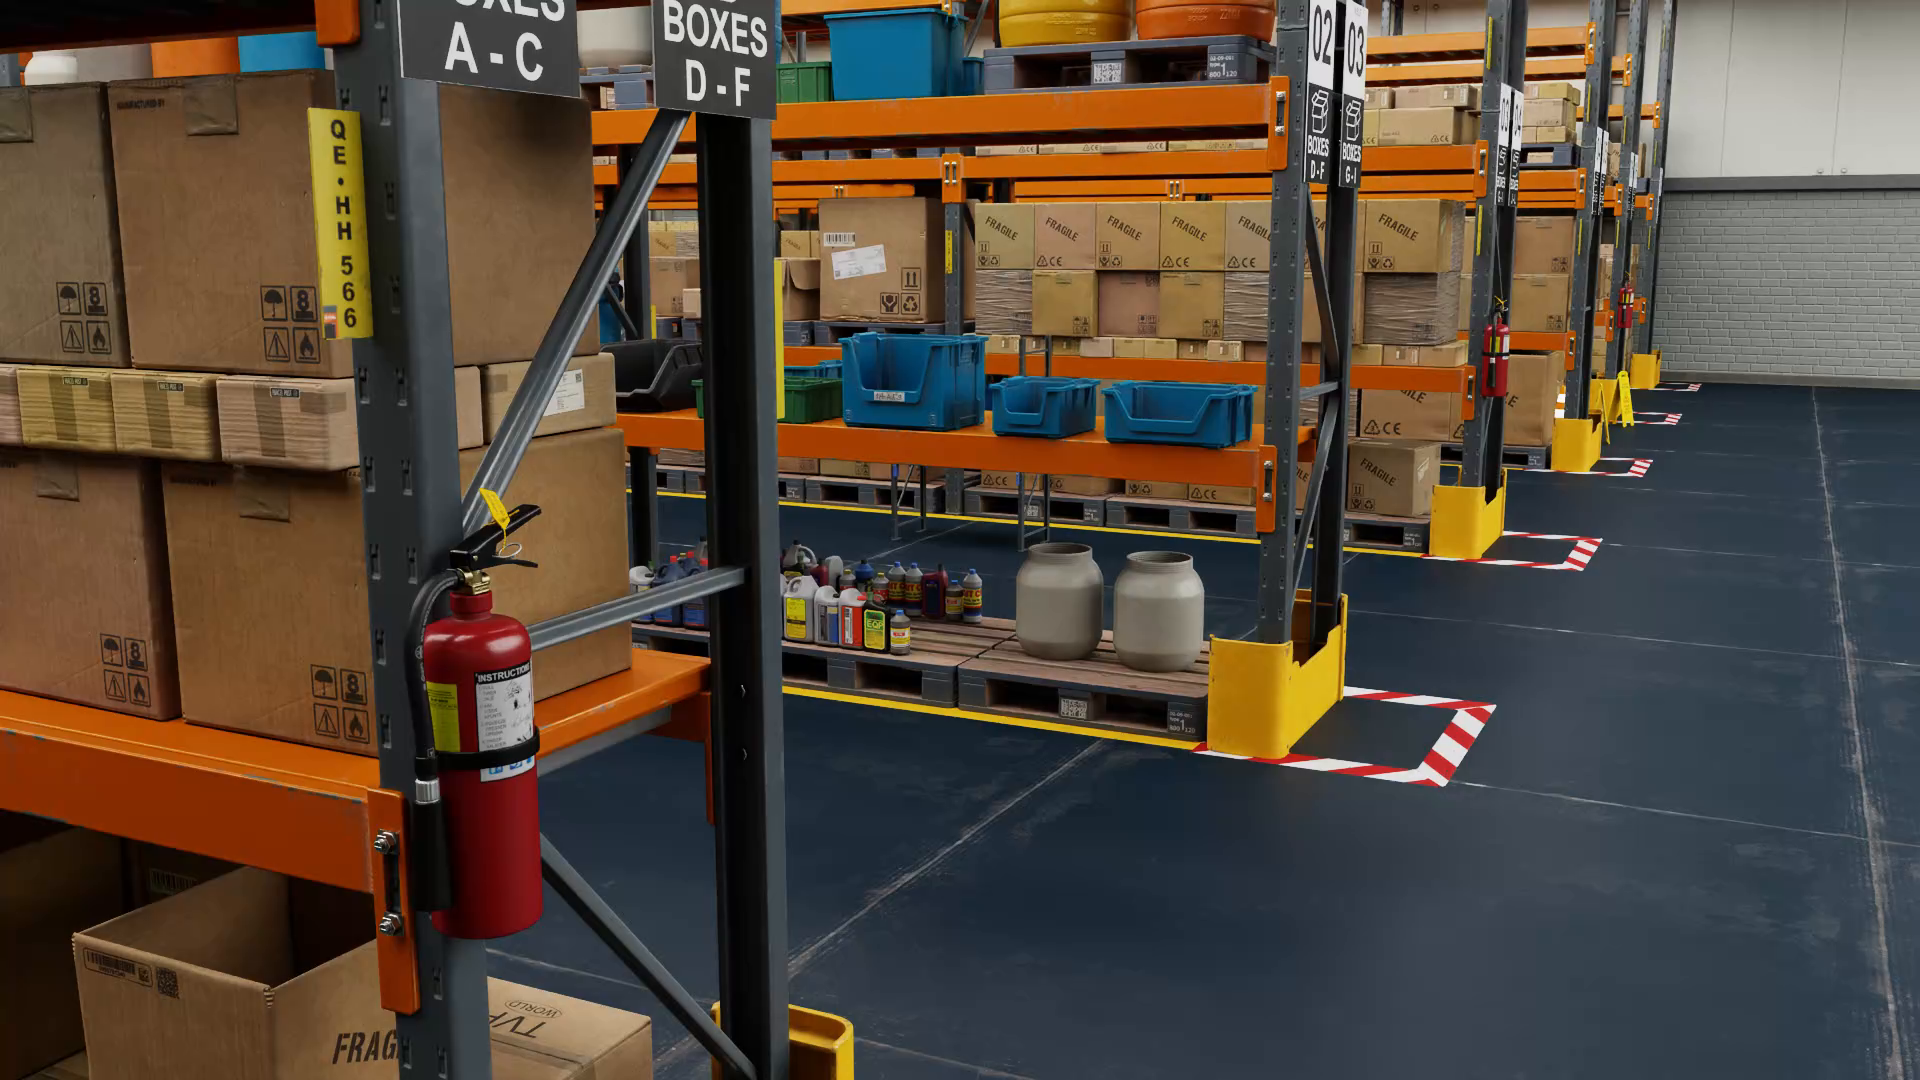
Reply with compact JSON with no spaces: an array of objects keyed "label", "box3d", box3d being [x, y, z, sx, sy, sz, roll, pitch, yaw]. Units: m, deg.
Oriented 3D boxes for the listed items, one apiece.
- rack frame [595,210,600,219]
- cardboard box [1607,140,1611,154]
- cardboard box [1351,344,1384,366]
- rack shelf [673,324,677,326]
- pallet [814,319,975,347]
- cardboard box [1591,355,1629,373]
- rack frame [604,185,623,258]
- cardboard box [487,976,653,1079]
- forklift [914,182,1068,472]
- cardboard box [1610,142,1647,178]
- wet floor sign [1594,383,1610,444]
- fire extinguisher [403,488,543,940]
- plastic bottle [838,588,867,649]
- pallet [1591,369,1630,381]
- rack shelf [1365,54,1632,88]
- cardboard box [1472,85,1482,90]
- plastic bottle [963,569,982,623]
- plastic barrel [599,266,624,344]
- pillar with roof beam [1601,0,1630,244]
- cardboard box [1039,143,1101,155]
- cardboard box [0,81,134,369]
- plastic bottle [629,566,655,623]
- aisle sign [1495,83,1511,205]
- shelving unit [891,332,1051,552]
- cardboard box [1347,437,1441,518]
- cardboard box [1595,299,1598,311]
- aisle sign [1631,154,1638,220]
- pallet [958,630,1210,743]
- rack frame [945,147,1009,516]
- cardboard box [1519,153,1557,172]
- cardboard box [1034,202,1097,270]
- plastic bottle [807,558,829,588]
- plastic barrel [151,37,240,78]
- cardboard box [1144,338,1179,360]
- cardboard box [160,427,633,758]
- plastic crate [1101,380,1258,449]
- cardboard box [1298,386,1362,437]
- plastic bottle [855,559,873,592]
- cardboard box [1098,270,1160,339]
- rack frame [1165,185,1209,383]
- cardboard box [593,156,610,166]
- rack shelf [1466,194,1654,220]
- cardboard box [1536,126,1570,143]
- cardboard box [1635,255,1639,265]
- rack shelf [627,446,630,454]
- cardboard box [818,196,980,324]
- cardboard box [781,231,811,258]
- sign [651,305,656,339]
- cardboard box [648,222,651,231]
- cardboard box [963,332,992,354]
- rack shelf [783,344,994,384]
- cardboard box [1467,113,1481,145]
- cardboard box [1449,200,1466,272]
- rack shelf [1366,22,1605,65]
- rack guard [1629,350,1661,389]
[{"label":"rack frame","box3d":[-6.220,-4.281,27.462,0.127,3.000,1.000,5,11,26]},{"label":"cardboard box","box3d":[7.695,-4.745,20.067,0.250,0.149,0.380,5,11,26]},{"label":"cardboard box","box3d":[2.926,-1.335,11.888,0.250,0.149,0.380,5,11,26]},{"label":"rack shelf","box3d":[-2.939,-2.656,20.502,4.000,0.370,1.077,5,11,26]},{"label":"pallet","box3d":[-0.464,-1.742,13.971,1.213,0.211,1.003,5,11,26]},{"label":"cardboard box","box3d":[9.761,-2.654,25.011,0.500,0.250,0.500,5,11,26]},{"label":"rack frame","box3d":[-3.430,-2.068,15.234,0.127,3.000,1.000,5,11,26]},{"label":"cardboard box","box3d":[-1.025,1.213,3.648,0.500,0.250,0.500,5,11,26]},{"label":"forklift","box3d":[-0.548,-2.080,15.494,3.031,2.935,1.130,5,11,25]},{"label":"cardboard box","box3d":[9.817,-5.590,24.533,0.500,0.500,0.500,5,12,28]},{"label":"wet floor sign","box3d":[6.931,-1.377,18.028,0.232,0.644,0.267,3,11,16]},{"label":"fire extinguisher","box3d":[-0.742,0.266,2.556,0.183,0.674,0.296,5,11,26]},{"label":"plastic bottle","box3d":[-0.503,0.378,8.130,0.135,0.276,0.152,5,11,26]},{"label":"pallet","box3d":[9.617,-2.495,25.422,1.213,0.211,1.003,5,11,26]},{"label":"rack shelf","box3d":[6.335,-5.774,20.897,4.000,0.370,1.077,5,11,26]},{"label":"cardboard box","box3d":[4.891,-4.255,15.902,0.250,0.149,0.380,5,12,27]},{"label":"plastic bottle","box3d":[0.064,0.287,8.648,0.097,0.271,0.097,0,10,0]},{"label":"plastic barrel","box3d":[-2.247,-1.287,9.513,0.708,0.901,0.600,5,11,26]},{"label":"pillar with roof beam","box3d":[8.191,-6.277,21.643,0.400,9.000,9.100,5,11,26]},{"label":"cardboard box","box3d":[0.924,-3.038,12.591,0.500,0.250,0.500,5,11,25]},{"label":"cardboard box","box3d":[-1.577,-0.627,3.348,0.500,0.500,0.700,5,11,24]},{"label":"plastic bottle","box3d":[-1.641,0.278,8.683,0.135,0.276,0.152,5,12,28]},{"label":"aisle sign","box3d":[3.667,-2.664,11.228,0.004,0.787,0.394,5,11,26]},{"label":"shelving unit","box3d":[0.077,-0.731,12.060,1.048,1.500,0.538,5,11,26]},{"label":"cardboard box","box3d":[3.191,-0.466,12.223,0.500,0.500,0.500,8,13,36]},{"label":"cardboard box","box3d":[7.699,-2.892,20.492,0.250,0.149,0.380,5,12,28]},{"label":"aisle sign","box3d":[8.321,-4.344,20.511,0.004,0.787,0.394,5,11,26]},{"label":"pallet","box3d":[0.737,0.662,7.979,1.213,0.211,1.003,5,11,26]},{"label":"rack frame","box3d":[0.157,-1.753,13.493,0.127,3.000,1.000,5,11,26]},{"label":"cardboard box","box3d":[7.106,-4.608,20.433,0.500,0.250,0.500,5,11,25]},{"label":"cardboard box","box3d":[0.897,-2.325,12.731,0.500,0.500,0.500,5,11,26]},{"label":"plastic bottle","box3d":[-0.771,0.234,8.906,0.133,0.283,0.061,5,11,26]},{"label":"plastic barrel","box3d":[-4.395,-2.813,9.724,0.708,0.830,0.600,5,11,26]},{"label":"cardboard box","box3d":[1.568,-1.448,12.515,0.250,0.149,0.380,5,11,26]},{"label":"cardboard box","box3d":[-1.056,0.056,3.216,0.500,0.500,0.700,5,11,26]},{"label":"plastic crate","box3d":[0.971,-0.565,7.347,0.616,0.251,0.499,5,11,26]},{"label":"cardboard box","box3d":[3.785,-1.567,17.253,0.875,0.875,0.875,5,11,26]},{"label":"plastic bottle","box3d":[-0.515,0.236,8.929,0.097,0.271,0.097,0,10,0]},{"label":"cardboard box","box3d":[1.459,-1.835,12.829,0.500,0.500,0.875,5,11,26]},{"label":"rack frame","box3d":[2.442,-2.537,17.825,0.127,3.000,1.000,5,11,26]},{"label":"cardboard box","box3d":[-3.122,-3.393,14.551,0.500,0.250,0.500,5,12,27]},{"label":"rack shelf","box3d":[8.528,-5.093,25.546,4.000,0.370,1.077,5,11,26]},{"label":"cardboard box","box3d":[5.581,-3.802,15.638,0.250,0.149,0.380,5,11,26]},{"label":"cardboard box","box3d":[10.132,-4.250,25.188,0.250,0.149,0.380,5,11,24]},{"label":"rack shelf","box3d":[-3.828,-0.765,10.057,4.000,0.370,1.077,5,11,26]},{"label":"cardboard box","box3d":[-0.494,-2.340,13.871,1.000,1.000,1.000,5,11,26]},{"label":"cardboard box","box3d":[-2.365,-4.427,25.178,0.500,0.500,0.500,5,11,26]},{"label":"sign","box3d":[-1.781,-1.185,9.578,0.005,0.325,0.100,5,11,26]},{"label":"cardboard box","box3d":[-4.867,-4.965,26.330,0.250,0.149,0.380,5,11,26]},{"label":"cardboard box","box3d":[0.216,-1.564,13.156,0.250,0.149,0.380,5,11,26]},{"label":"rack shelf","box3d":[-1.637,-1.556,14.427,4.000,0.370,1.077,5,11,26]},{"label":"cardboard box","box3d":[3.426,-2.919,11.935,0.500,0.250,0.500,5,12,28]},{"label":"cardboard box","box3d":[3.371,-2.212,12.106,0.500,0.500,0.500,5,11,26]},{"label":"rack shelf","box3d":[4.236,-4.781,16.520,4.000,0.370,1.077,5,11,26]},{"label":"rack guard","box3d":[10.343,-2.581,25.090,0.348,0.500,1.175,5,11,26]}]
